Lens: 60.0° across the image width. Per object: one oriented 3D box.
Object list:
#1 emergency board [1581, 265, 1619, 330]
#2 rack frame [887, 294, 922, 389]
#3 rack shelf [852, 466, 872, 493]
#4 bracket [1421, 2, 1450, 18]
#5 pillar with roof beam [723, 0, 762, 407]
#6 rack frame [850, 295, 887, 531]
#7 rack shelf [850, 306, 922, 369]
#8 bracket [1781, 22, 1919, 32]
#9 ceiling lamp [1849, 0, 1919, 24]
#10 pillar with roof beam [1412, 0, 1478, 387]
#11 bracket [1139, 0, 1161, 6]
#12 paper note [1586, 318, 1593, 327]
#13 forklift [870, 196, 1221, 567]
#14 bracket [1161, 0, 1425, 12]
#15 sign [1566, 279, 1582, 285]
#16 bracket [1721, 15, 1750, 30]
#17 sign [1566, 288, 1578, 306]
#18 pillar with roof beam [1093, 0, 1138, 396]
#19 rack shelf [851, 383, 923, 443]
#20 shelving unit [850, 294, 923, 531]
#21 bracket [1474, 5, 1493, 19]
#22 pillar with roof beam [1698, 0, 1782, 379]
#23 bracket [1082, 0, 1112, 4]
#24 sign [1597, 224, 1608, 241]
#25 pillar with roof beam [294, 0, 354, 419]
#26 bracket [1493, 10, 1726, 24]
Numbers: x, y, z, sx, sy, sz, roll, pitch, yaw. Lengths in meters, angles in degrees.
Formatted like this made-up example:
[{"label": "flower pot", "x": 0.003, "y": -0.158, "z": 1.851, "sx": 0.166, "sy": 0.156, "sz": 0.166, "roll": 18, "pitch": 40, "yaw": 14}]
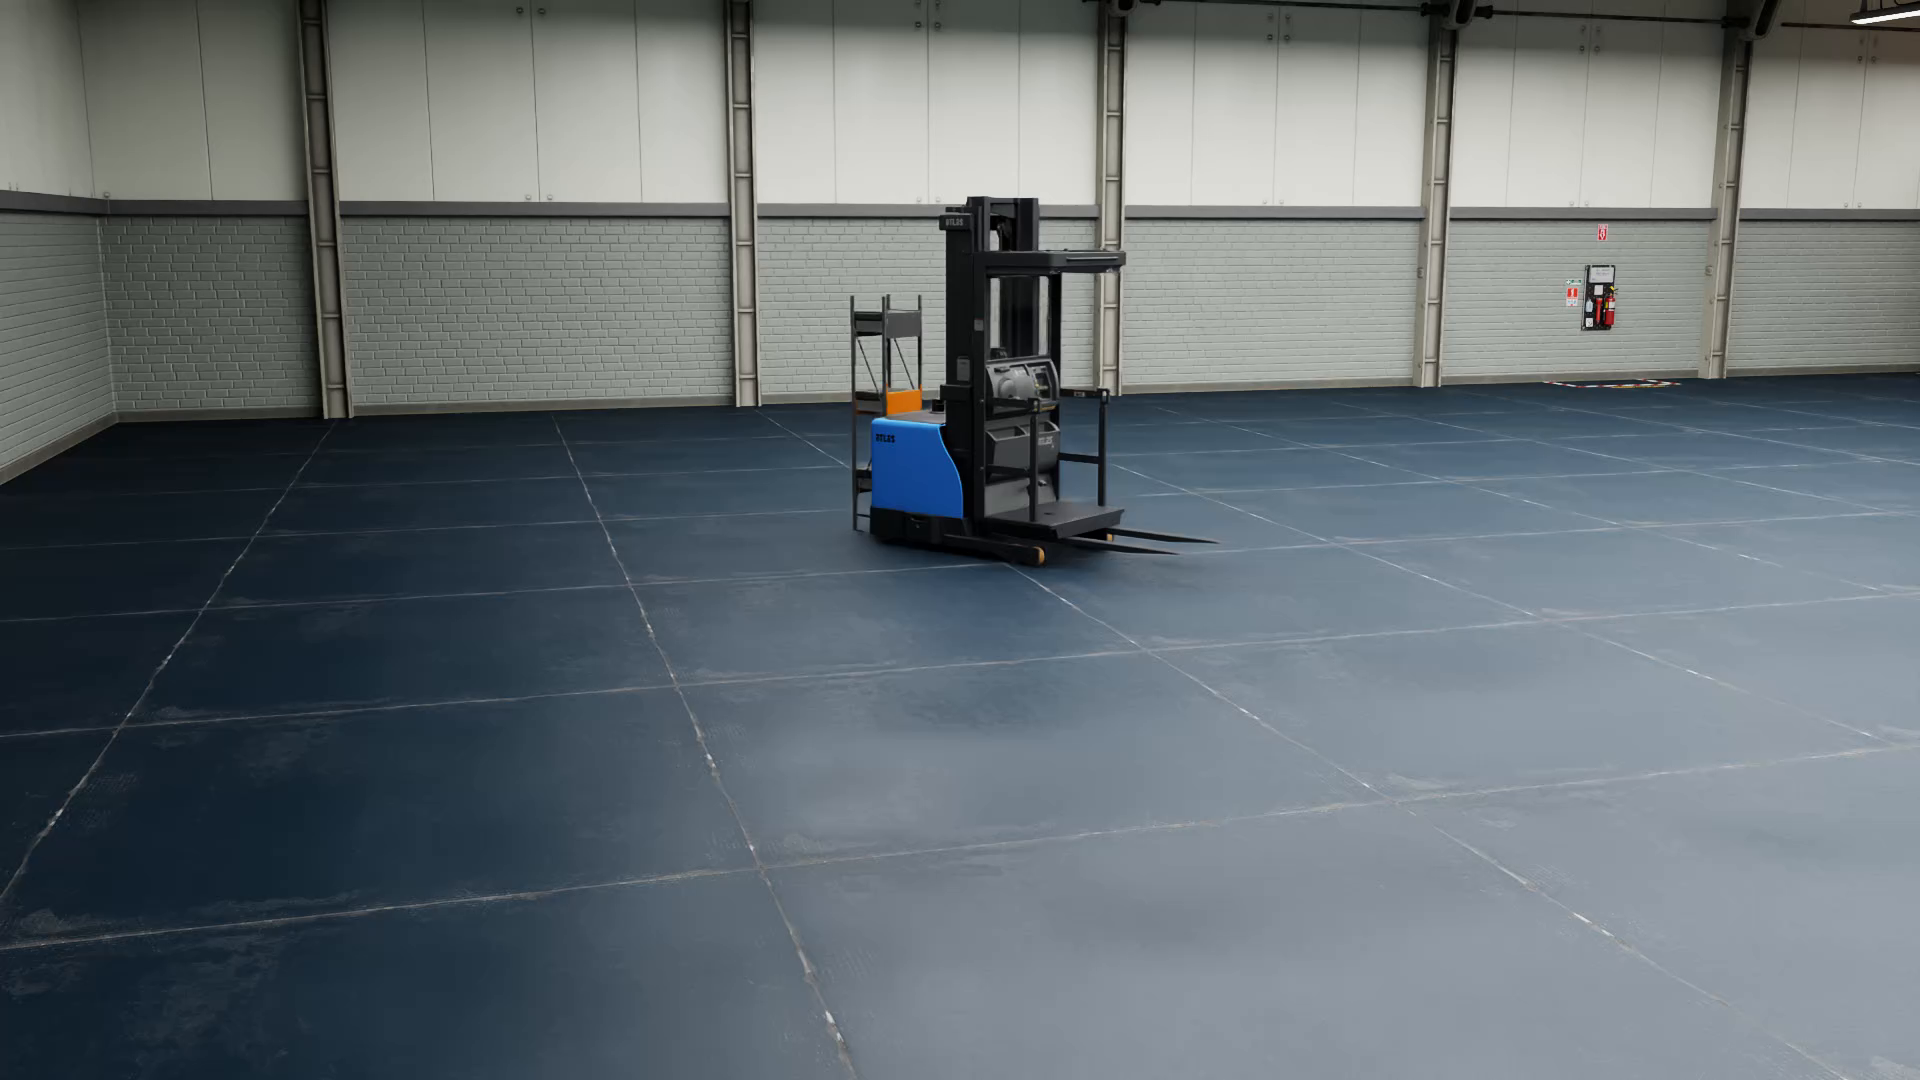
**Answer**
[{"label": "emergency board", "x": 11.580, "y": -4.368, "z": 29.989, "sx": 0.643, "sy": 1.169, "sz": 0.194, "roll": -3, "pitch": 11, "yaw": -16}, {"label": "rack frame", "x": -0.501, "y": -1.168, "z": 15.090, "sx": 0.400, "sy": 2.100, "sz": 0.015, "roll": 8, "pitch": 13, "yaw": 37}, {"label": "rack shelf", "x": -0.652, "y": -0.431, "z": 15.031, "sx": 0.431, "sy": 0.518, "sz": 0.480, "roll": 8, "pitch": 13, "yaw": 37}, {"label": "bracket", "x": 7.903, "y": -8.821, "z": 27.665, "sx": 0.430, "sy": 0.232, "sz": 0.235, "roll": -3, "pitch": 11, "yaw": -16}, {"label": "pillar with roof beam", "x": -2.116, "y": -5.778, "z": 21.077, "sx": 0.548, "sy": 9.000, "sz": 9.100, "roll": -3, "pitch": 11, "yaw": -16}, {"label": "rack frame", "x": -0.803, "y": -1.098, "z": 14.713, "sx": 0.400, "sy": 2.100, "sz": 0.015, "roll": 8, "pitch": 13, "yaw": 37}, {"label": "rack shelf", "x": -0.652, "y": -1.808, "z": 14.778, "sx": 0.431, "sy": 0.518, "sz": 0.480, "roll": 8, "pitch": 13, "yaw": 37}, {"label": "bracket", "x": 16.935, "y": -9.297, "z": 30.251, "sx": 4.783, "sy": 0.066, "sz": 0.076, "roll": -3, "pitch": 11, "yaw": -16}, {"label": "ceiling lamp", "x": 13.933, "y": -9.371, "z": 24.471, "sx": 0.800, "sy": 3.185, "sz": 2.000, "roll": -3, "pitch": 11, "yaw": -16}, {"label": "pillar with roof beam", "x": 9.406, "y": -6.385, "z": 24.375, "sx": 0.548, "sy": 9.000, "sz": 9.100, "roll": -3, "pitch": 11, "yaw": -16}, {"label": "bracket", "x": 2.939, "y": -8.559, "z": 26.244, "sx": 0.430, "sy": 0.232, "sz": 0.235, "roll": -3, "pitch": 11, "yaw": -16}, {"label": "paper note", "x": 11.391, "y": -3.938, "z": 30.086, "sx": 0.142, "sy": 0.148, "sz": 0.016, "roll": -3, "pitch": 11, "yaw": -16}, {"label": "forklift", "x": 0.688, "y": -1.335, "z": 13.702, "sx": 3.031, "sy": 2.935, "sz": 1.130, "roll": 8, "pitch": 13, "yaw": 37}, {"label": "bracket", "x": 5.413, "y": -8.690, "z": 26.952, "sx": 4.783, "sy": 0.066, "sz": 0.076, "roll": -3, "pitch": 11, "yaw": -16}, {"label": "sign", "x": 11.027, "y": -4.635, "z": 29.877, "sx": 0.331, "sy": 0.109, "sz": 0.001, "roll": -3, "pitch": 11, "yaw": -16}, {"label": "bracket", "x": 13.664, "y": -9.125, "z": 29.314, "sx": 0.430, "sy": 0.232, "sz": 0.235, "roll": -3, "pitch": 11, "yaw": -16}, {"label": "sign", "x": 11.020, "y": -4.376, "z": 29.932, "sx": 0.234, "sy": 0.329, "sz": 0.001, "roll": -3, "pitch": 11, "yaw": -16}, {"label": "pillar with roof beam", "x": 3.645, "y": -6.081, "z": 22.726, "sx": 0.548, "sy": 9.000, "sz": 9.100, "roll": -3, "pitch": 11, "yaw": -16}, {"label": "rack shelf", "x": -0.652, "y": -1.120, "z": 14.904, "sx": 0.431, "sy": 0.518, "sz": 0.480, "roll": 8, "pitch": 13, "yaw": 37}, {"label": "shelving unit", "x": -0.652, "y": -1.133, "z": 14.902, "sx": 0.431, "sy": 2.100, "sz": 0.503, "roll": 8, "pitch": 13, "yaw": 37}, {"label": "bracket", "x": 8.700, "y": -8.863, "z": 27.893, "sx": 0.430, "sy": 0.232, "sz": 0.235, "roll": -3, "pitch": 11, "yaw": -16}, {"label": "pillar with roof beam", "x": 15.167, "y": -6.689, "z": 26.024, "sx": 0.548, "sy": 9.000, "sz": 9.100, "roll": -3, "pitch": 11, "yaw": -16}, {"label": "bracket", "x": 2.142, "y": -8.517, "z": 26.016, "sx": 0.430, "sy": 0.232, "sz": 0.235, "roll": -3, "pitch": 11, "yaw": -16}, {"label": "sign", "x": 11.544, "y": -5.525, "z": 29.871, "sx": 0.199, "sy": 0.298, "sz": 0.001, "roll": -3, "pitch": 11, "yaw": -16}, {"label": "pillar with roof beam", "x": -7.877, "y": -5.474, "z": 19.427, "sx": 0.400, "sy": 9.000, "sz": 9.100, "roll": -3, "pitch": 11, "yaw": -16}, {"label": "bracket", "x": 11.174, "y": -8.993, "z": 28.601, "sx": 4.783, "sy": 0.066, "sz": 0.076, "roll": -3, "pitch": 11, "yaw": -16}]
